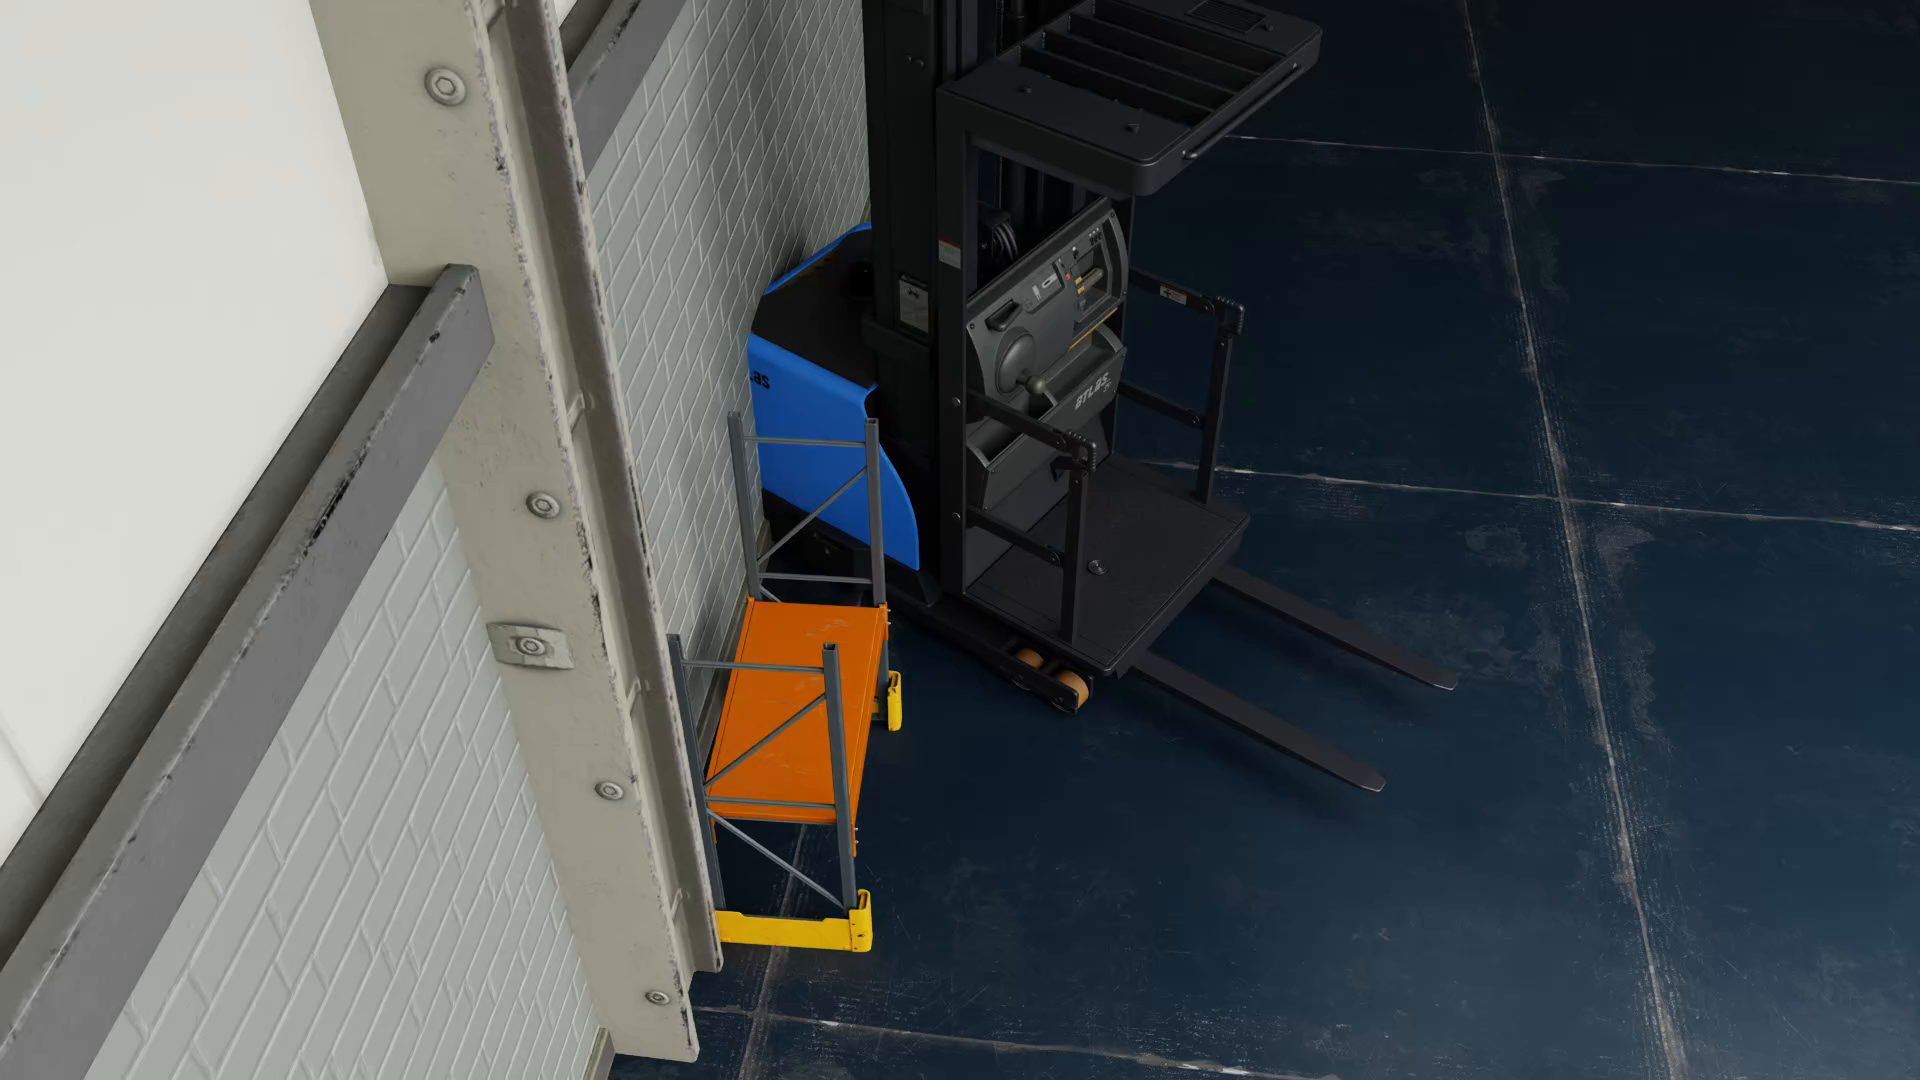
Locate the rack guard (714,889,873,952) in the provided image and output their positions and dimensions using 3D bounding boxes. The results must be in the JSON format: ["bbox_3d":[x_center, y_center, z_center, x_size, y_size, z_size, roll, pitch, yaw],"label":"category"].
[{"bbox_3d":[-0.599,1.290,5.706,0.587,0.250,0.087,3,44,3],"label":"rack guard"}]

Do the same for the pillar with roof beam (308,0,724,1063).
[{"bbox_3d":[3.275,-1.315,2.094,9.100,9.000,0.400,5,44,6],"label":"pillar with roof beam"}]

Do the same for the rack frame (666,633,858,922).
[{"bbox_3d":[-0.599,0.837,5.275,0.500,1.500,0.032,3,44,3],"label":"rack frame"}]

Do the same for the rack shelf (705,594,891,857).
[{"bbox_3d":[-0.560,0.619,5.767,0.538,0.185,1.000,3,44,3],"label":"rack shelf"}]

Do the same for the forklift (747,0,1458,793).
[{"bbox_3d":[0.497,-0.806,5.970,3.031,2.935,1.130,27,50,26],"label":"forklift"}]

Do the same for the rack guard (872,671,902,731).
[{"bbox_3d":[-0.522,0.607,6.427,0.587,0.250,0.087,3,44,3],"label":"rack guard"}]

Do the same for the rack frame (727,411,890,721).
[{"bbox_3d":[-0.521,0.140,6.011,0.500,1.500,0.032,3,44,3],"label":"rack frame"}]

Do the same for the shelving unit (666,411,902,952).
[{"bbox_3d":[-0.561,0.495,5.637,0.587,1.500,1.083,3,44,3],"label":"shelving unit"}]
